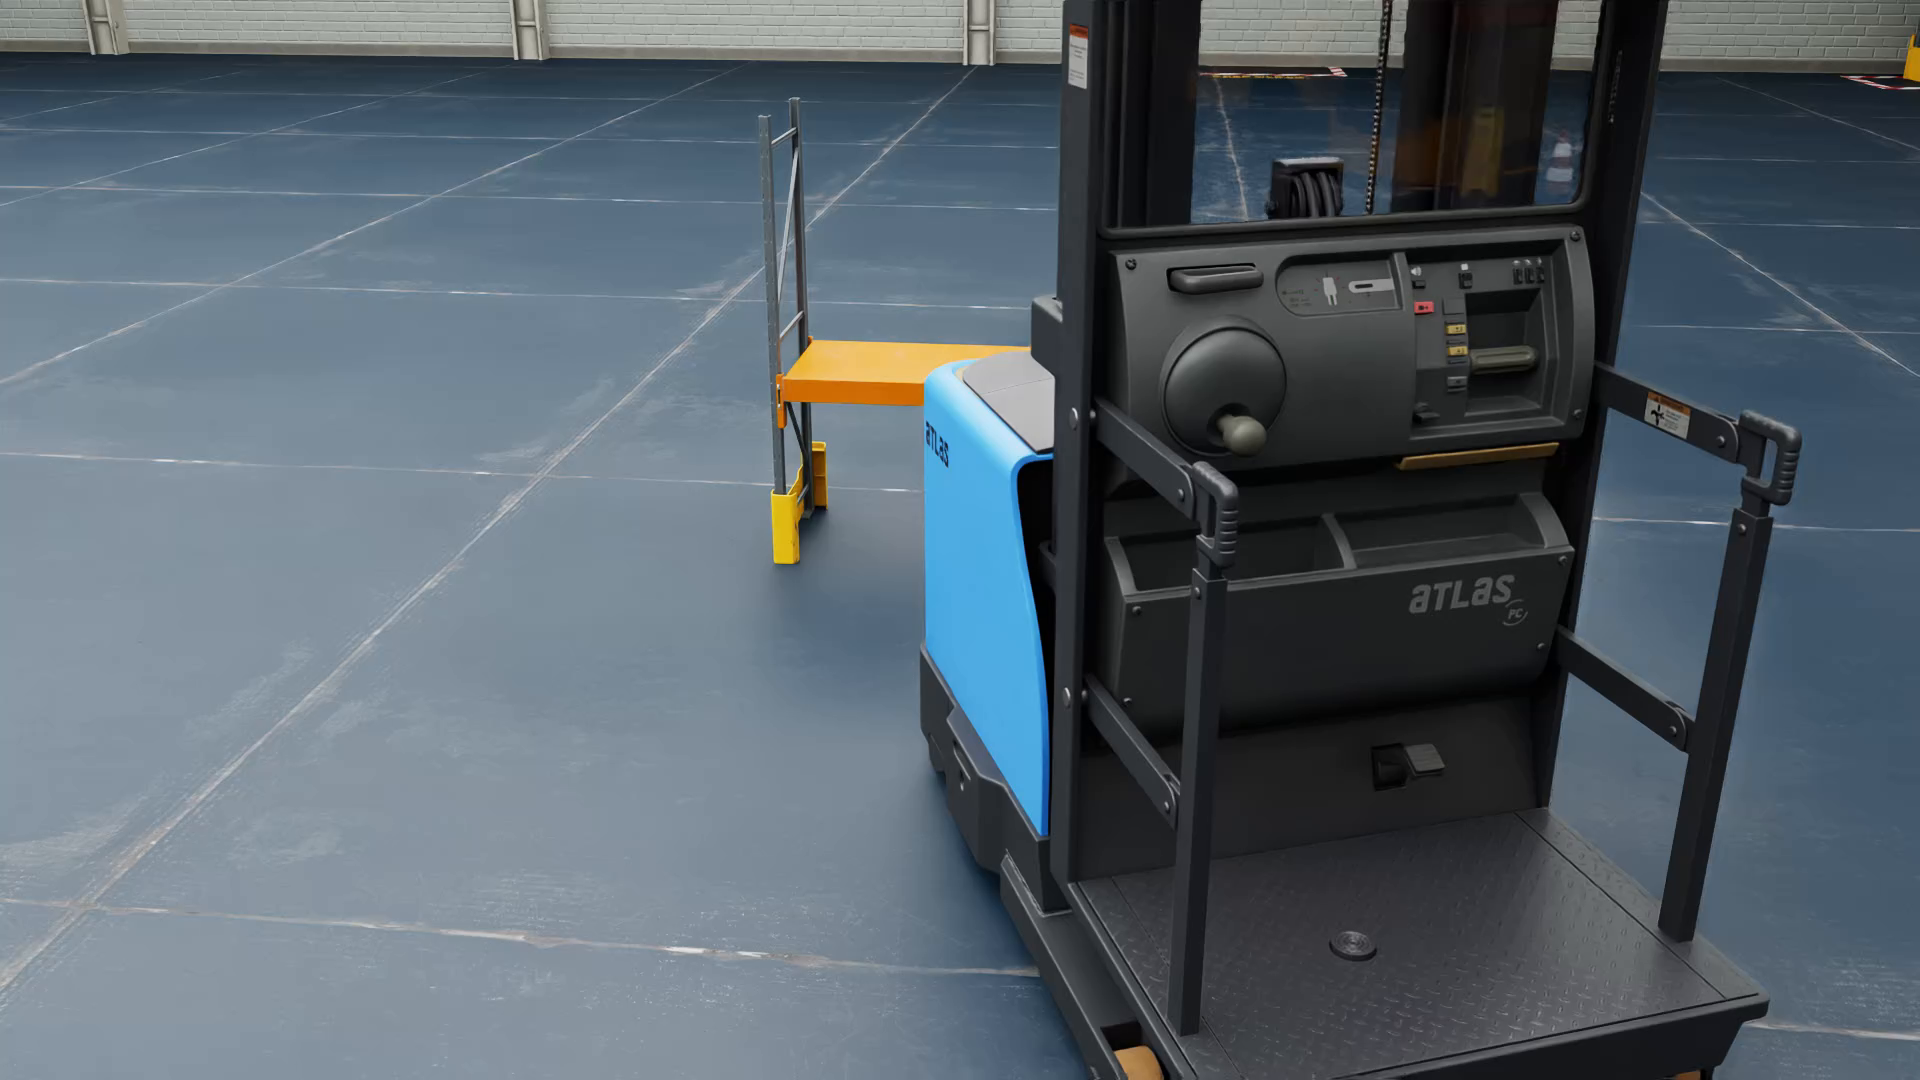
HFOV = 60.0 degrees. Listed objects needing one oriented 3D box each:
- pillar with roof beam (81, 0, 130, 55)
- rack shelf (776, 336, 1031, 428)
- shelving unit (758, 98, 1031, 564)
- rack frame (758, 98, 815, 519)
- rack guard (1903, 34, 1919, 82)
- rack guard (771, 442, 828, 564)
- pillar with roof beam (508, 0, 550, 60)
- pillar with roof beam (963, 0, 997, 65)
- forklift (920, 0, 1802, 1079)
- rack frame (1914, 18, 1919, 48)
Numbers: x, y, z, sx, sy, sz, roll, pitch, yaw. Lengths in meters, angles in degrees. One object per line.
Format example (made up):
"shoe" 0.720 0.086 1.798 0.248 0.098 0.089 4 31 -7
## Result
"pillar with roof beam" -12.170 -9.297 17.215 0.400 9.000 9.100 2 22 6
"rack shelf" -0.085 -0.534 5.740 1.000 0.185 0.538 2 22 6
"shelving unit" -0.076 -0.701 5.672 1.083 1.500 0.587 2 22 6
"rack frame" -0.590 -0.723 5.729 0.032 1.500 0.500 2 22 6
"rack guard" 11.449 -5.589 19.396 0.348 0.500 1.175 2 22 6
"rack guard" -0.570 -0.141 5.957 0.087 0.250 0.587 2 22 6
"pillar with roof beam" -6.211 -9.037 16.559 0.400 9.000 9.100 2 22 6
"pillar with roof beam" -0.253 -8.777 15.902 0.400 9.000 9.100 2 22 6
"forklift" 0.785 -0.338 2.808 1.130 2.935 3.031 -6 22 -15
"rack frame" 11.373 -6.755 18.945 0.127 3.000 1.000 2 22 6
